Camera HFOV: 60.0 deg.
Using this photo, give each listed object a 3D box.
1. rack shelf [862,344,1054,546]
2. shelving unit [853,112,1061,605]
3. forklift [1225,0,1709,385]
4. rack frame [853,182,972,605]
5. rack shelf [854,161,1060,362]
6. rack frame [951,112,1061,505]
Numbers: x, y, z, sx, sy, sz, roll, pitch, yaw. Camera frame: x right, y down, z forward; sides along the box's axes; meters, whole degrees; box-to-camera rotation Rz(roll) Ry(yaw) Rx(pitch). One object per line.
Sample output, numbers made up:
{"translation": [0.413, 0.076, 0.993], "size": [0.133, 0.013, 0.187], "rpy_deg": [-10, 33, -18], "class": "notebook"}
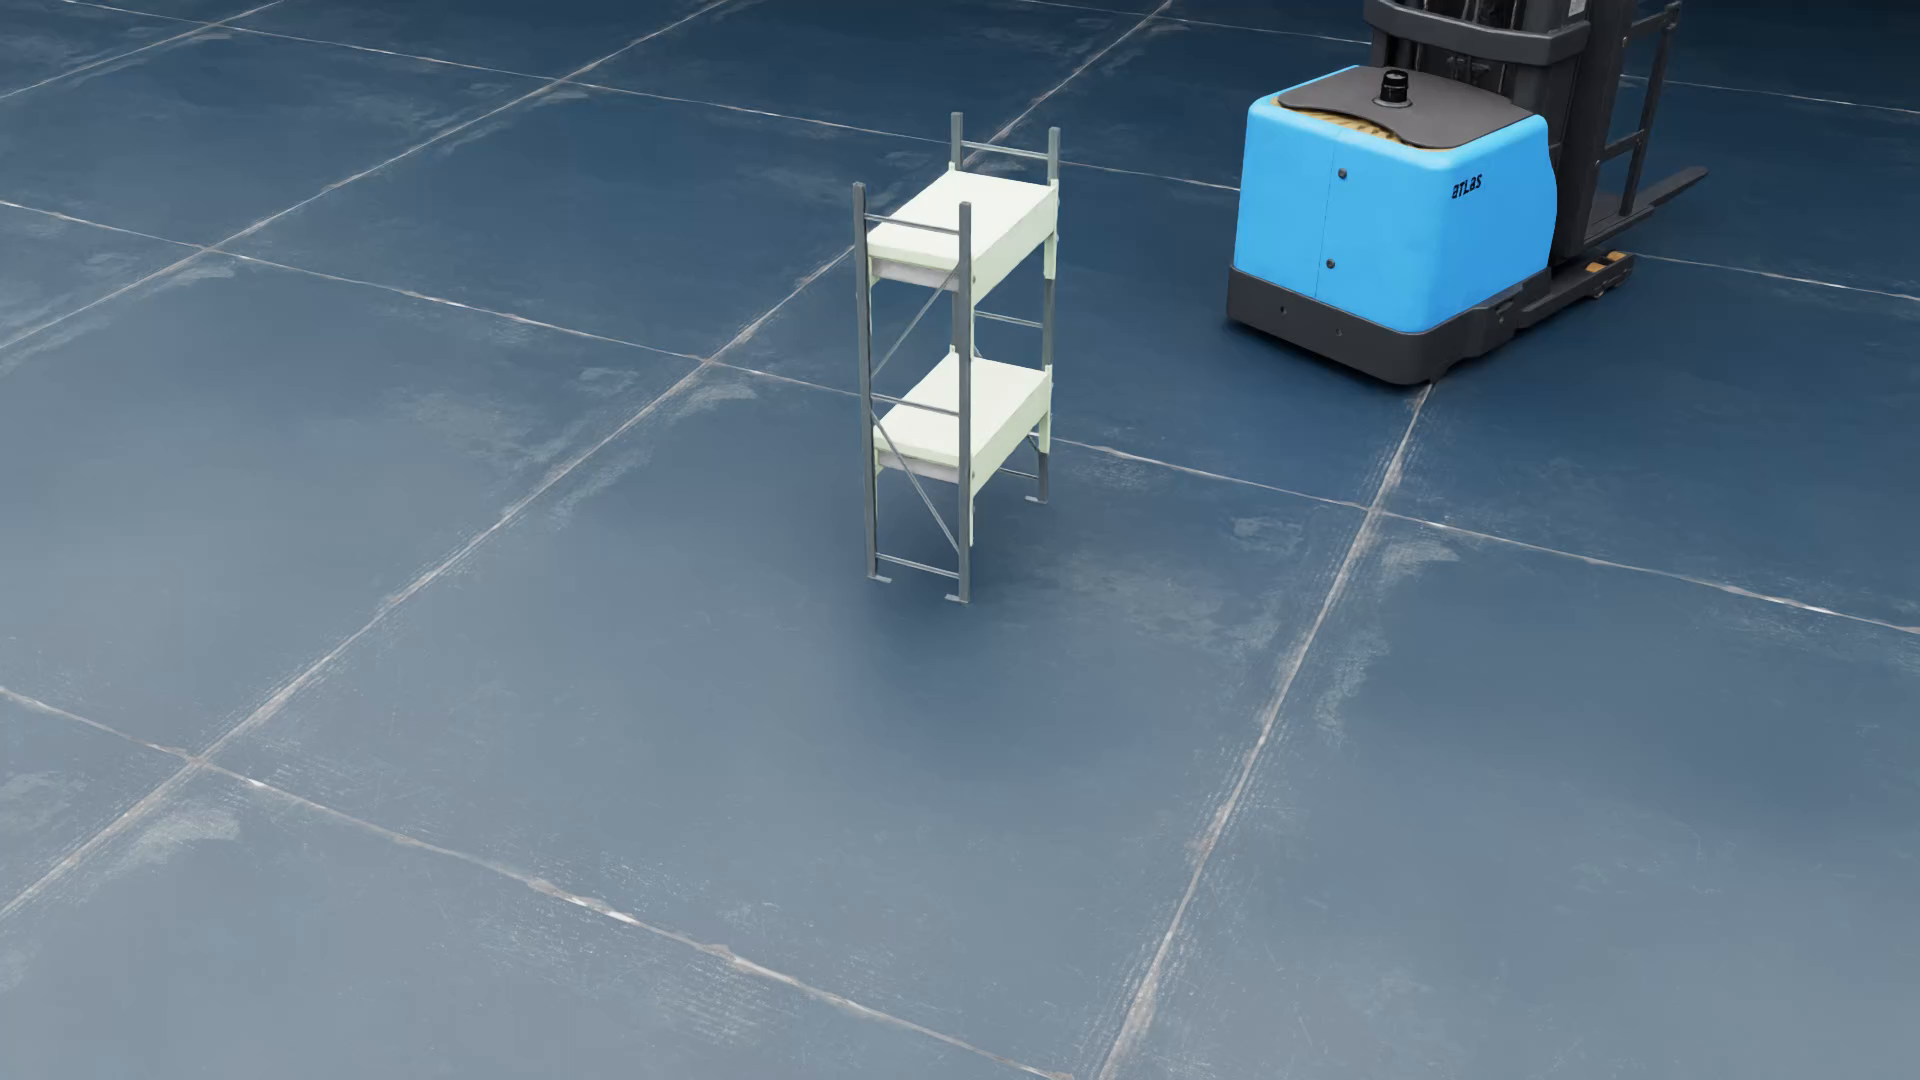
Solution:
{"translation": [0.003, -0.358, 6.023], "size": [0.431, 0.370, 0.720], "rpy_deg": [14, 36, 20], "class": "rack shelf"}
{"translation": [0.003, -0.631, 5.844], "size": [0.431, 1.500, 0.755], "rpy_deg": [14, 36, 20], "class": "shelving unit"}
{"translation": [2.657, -2.582, 7.515], "size": [3.031, 2.935, 1.130], "rpy_deg": [-27, 42, -35], "class": "forklift"}
{"translation": [-0.150, -0.448, 5.566], "size": [0.400, 1.500, 0.023], "rpy_deg": [14, 36, 20], "class": "rack frame"}
{"translation": [0.003, -0.957, 5.630], "size": [0.431, 0.370, 0.720], "rpy_deg": [14, 36, 20], "class": "rack shelf"}
{"translation": [0.156, -0.813, 6.122], "size": [0.400, 1.500, 0.023], "rpy_deg": [14, 36, 20], "class": "rack frame"}
